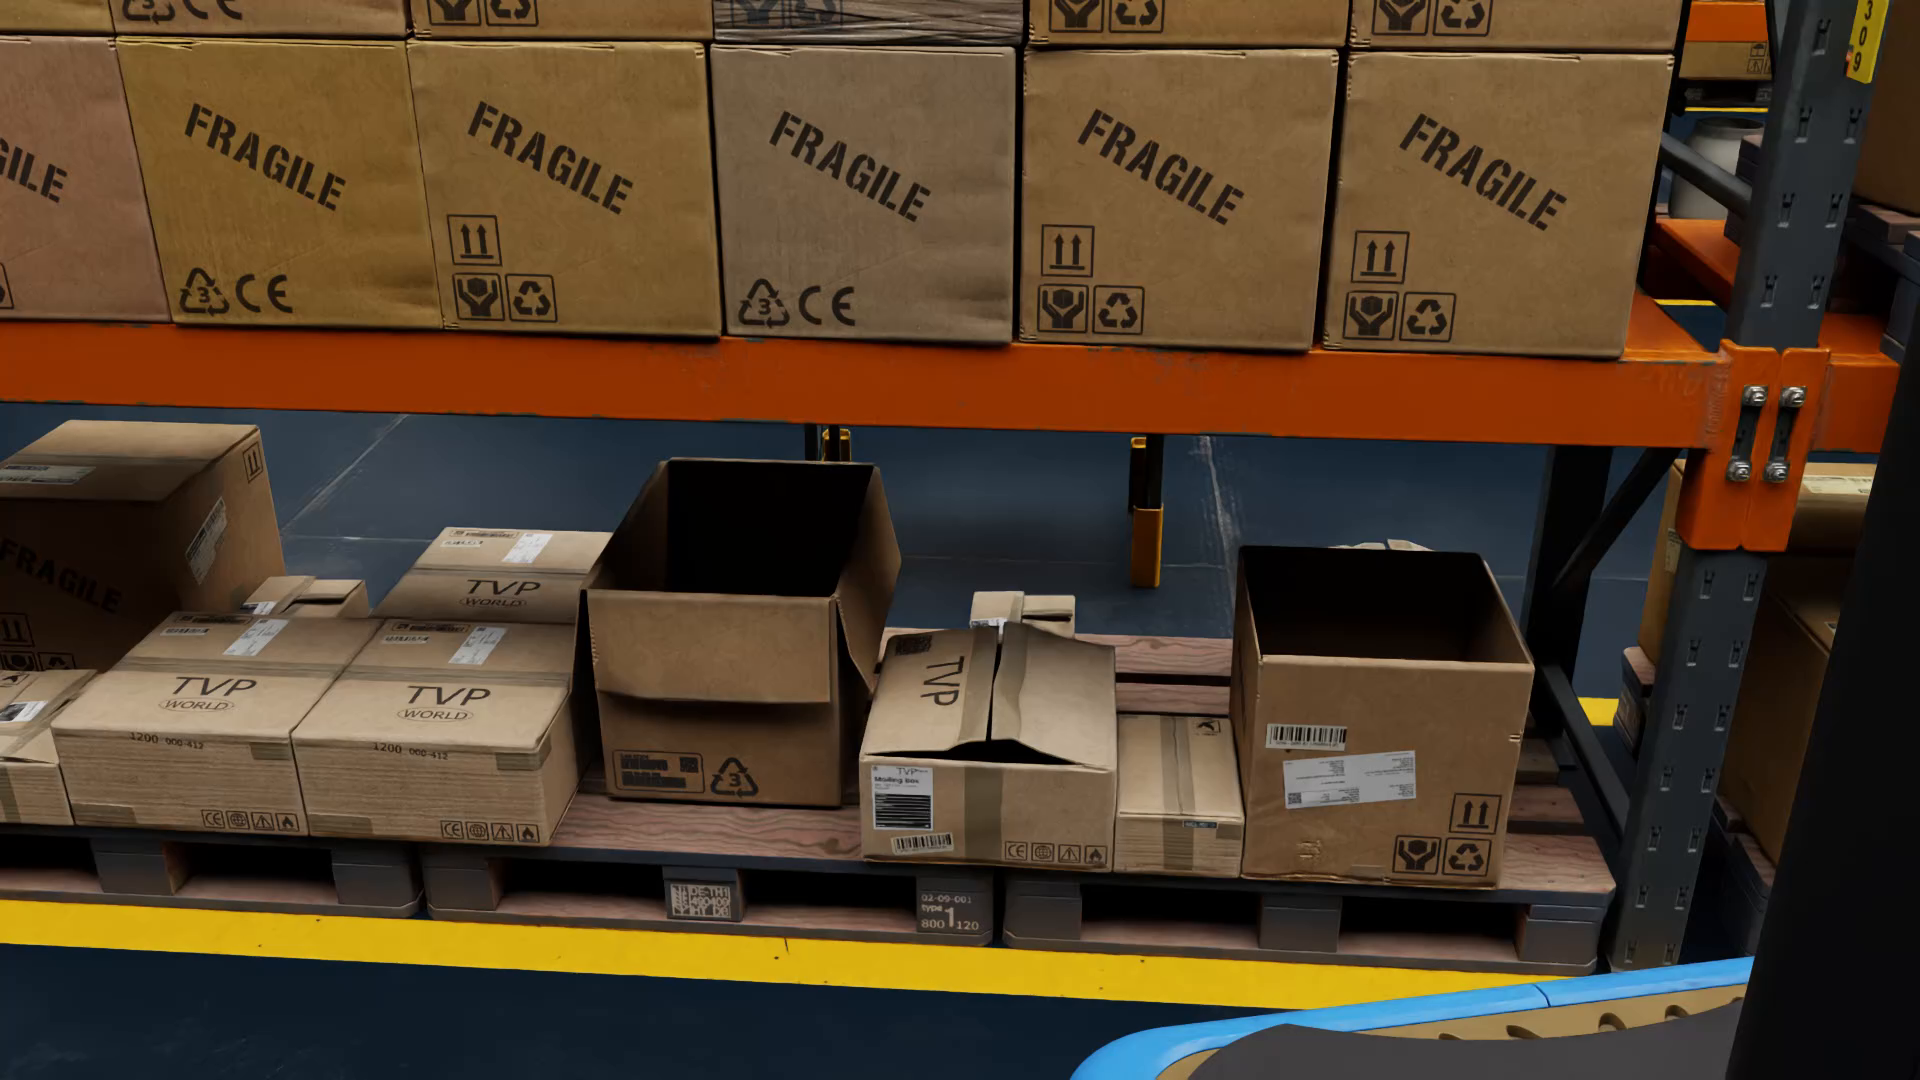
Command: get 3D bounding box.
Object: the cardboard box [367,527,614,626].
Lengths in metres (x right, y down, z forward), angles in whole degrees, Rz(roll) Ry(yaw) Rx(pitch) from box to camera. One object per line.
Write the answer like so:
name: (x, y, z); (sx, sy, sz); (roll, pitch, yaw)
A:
cardboard box: (-1.074, 0.190, 4.012); (0.500, 0.250, 0.500); (2, 25, 4)

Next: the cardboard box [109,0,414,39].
cardboard box: (-1.137, -1.161, 2.868); (0.500, 0.500, 0.500); (2, 25, 5)

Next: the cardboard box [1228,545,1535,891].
cardboard box: (0.819, 0.347, 3.372); (0.500, 0.500, 0.500); (2, 25, 4)

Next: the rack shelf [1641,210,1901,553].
rack shelf: (3.403, -0.298, 3.170); (4.000, 0.370, 1.077); (2, 25, 4)

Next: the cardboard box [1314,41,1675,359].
cardboard box: (0.891, -0.643, 2.940); (0.500, 0.500, 0.500); (2, 25, 5)

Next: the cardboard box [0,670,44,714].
cardboard box: (-2.188, 0.435, 3.600); (0.250, 0.149, 0.380); (2, 25, 4)

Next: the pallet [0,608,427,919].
pallet: (-1.709, 0.478, 3.960); (1.213, 0.211, 1.003); (2, 25, 4)

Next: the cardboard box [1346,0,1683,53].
cardboard box: (0.885, -1.097, 2.729); (0.500, 0.500, 0.500); (2, 25, 4)

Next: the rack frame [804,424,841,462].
rack frame: (-0.422, -0.695, 4.966); (0.032, 1.500, 0.500); (2, 25, 4)

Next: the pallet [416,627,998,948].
pallet: (-0.496, 0.518, 3.873); (1.213, 0.211, 1.003); (2, 25, 4)

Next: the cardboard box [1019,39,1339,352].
cardboard box: (0.377, -0.659, 2.975); (0.500, 0.500, 0.500); (3, 25, 5)

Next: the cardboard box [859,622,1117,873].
cardboard box: (0.071, 0.409, 3.463); (0.500, 0.311, 0.500); (2, 25, 4)

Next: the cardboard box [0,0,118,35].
cardboard box: (-1.635, -1.179, 2.908); (0.500, 0.500, 0.500); (2, 25, 5)

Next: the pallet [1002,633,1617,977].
pallet: (0.724, 0.556, 3.790); (1.213, 0.211, 1.003); (2, 25, 4)

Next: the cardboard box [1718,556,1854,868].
cardboard box: (1.872, 0.364, 3.335); (0.500, 0.500, 0.500); (1, 25, 2)

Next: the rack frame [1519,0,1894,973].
rack frame: (1.409, -0.689, 3.158); (0.127, 3.000, 1.000); (2, 25, 4)

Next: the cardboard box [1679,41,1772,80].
cardboard box: (5.473, -3.946, 12.276); (0.875, 0.875, 1.225); (1, 25, 2)

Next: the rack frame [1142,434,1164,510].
rack frame: (0.592, -0.662, 4.895); (0.032, 1.500, 0.500); (2, 25, 4)

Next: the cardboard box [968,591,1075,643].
cardboard box: (0.144, 0.271, 3.935); (0.250, 0.166, 0.380); (2, 25, 4)

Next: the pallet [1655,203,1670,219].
pallet: (3.778, -1.406, 8.054); (1.213, 0.211, 1.003); (2, 25, 4)

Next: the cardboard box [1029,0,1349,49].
cardboard box: (0.374, -1.112, 2.762); (0.500, 0.500, 0.500); (1, 25, 3)

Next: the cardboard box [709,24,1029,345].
cardboard box: (-0.136, -0.675, 3.008); (0.500, 0.500, 0.500); (2, 25, 5)

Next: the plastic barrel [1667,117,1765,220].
plastic barrel: (3.595, -1.711, 7.854); (0.421, 0.512, 0.421); (0, 25, 0)

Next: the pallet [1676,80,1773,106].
pallet: (5.379, -3.479, 12.559); (1.213, 0.211, 1.003); (2, 25, 4)

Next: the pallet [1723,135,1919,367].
pallet: (2.197, -0.531, 3.044); (1.213, 0.211, 1.003); (2, 25, 4)

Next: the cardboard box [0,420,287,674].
cardboard box: (-2.018, 0.034, 4.053); (0.500, 0.500, 0.500); (2, 25, 4)

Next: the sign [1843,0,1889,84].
sign: (1.375, -0.856, 2.485); (0.005, 0.325, 0.100); (2, 25, 4)

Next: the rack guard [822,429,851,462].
rack guard: (-0.421, -0.127, 5.227); (0.087, 0.250, 0.587); (2, 25, 4)

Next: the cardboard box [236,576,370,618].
cardboard box: (-1.622, 0.236, 4.013); (0.250, 0.166, 0.380); (2, 25, 4)

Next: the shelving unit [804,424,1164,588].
shelving unit: (0.076, -0.679, 4.931); (1.083, 1.500, 0.587); (2, 25, 4)

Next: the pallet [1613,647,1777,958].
pallet: (2.223, 0.588, 3.719); (1.213, 0.211, 1.003); (2, 25, 4)

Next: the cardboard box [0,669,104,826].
cardboard box: (-1.939, 0.435, 3.579); (0.250, 0.166, 0.380); (2, 25, 4)

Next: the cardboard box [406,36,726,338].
cardboard box: (-0.644, -0.690, 3.041); (0.500, 0.500, 0.500); (2, 25, 5)

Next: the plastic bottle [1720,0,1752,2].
plastic bottle: (3.379, -2.486, 7.213); (0.135, 0.276, 0.152); (2, 25, 4)

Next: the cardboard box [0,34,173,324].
cardboard box: (-1.642, -0.724, 3.115); (0.500, 0.500, 0.500); (2, 25, 3)

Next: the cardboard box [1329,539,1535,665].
cardboard box: (1.007, 0.229, 3.854); (0.500, 0.311, 0.500); (2, 25, 4)

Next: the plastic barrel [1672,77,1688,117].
plastic barrel: (3.039, -1.944, 7.893); (0.708, 0.901, 0.600); (2, 25, 4)

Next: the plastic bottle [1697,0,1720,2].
plastic bottle: (3.261, -2.445, 7.212); (0.097, 0.201, 0.097); (0, 25, 0)

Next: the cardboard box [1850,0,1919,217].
cardboard box: (1.864, -0.817, 2.814); (0.500, 0.500, 0.700); (-6, 25, -14)

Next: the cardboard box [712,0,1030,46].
cardboard box: (-0.129, -1.128, 2.798); (0.500, 0.500, 0.500); (2, 25, 4)

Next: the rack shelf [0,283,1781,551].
rack shelf: (-0.585, -0.426, 3.448); (4.000, 0.370, 1.077); (2, 25, 4)

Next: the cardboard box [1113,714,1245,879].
cardboard box: (0.440, 0.519, 3.417); (0.250, 0.149, 0.380); (2, 25, 4)

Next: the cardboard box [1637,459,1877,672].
cardboard box: (1.923, 0.143, 3.814); (0.500, 0.500, 0.500); (2, 25, 4)

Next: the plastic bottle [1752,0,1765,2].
plastic bottle: (3.492, -2.469, 7.181); (0.097, 0.271, 0.097); (0, 25, 0)

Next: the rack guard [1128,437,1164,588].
rack guard: (0.573, -0.095, 5.158); (0.087, 0.250, 0.587); (2, 25, 4)

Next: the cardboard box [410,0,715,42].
cardboard box: (-0.630, -1.145, 2.834); (0.500, 0.500, 0.500); (2, 25, 4)

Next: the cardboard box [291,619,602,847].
cardboard box: (-1.062, 0.400, 3.555); (0.500, 0.250, 0.500); (2, 25, 4)

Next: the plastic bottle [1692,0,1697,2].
plastic bottle: (3.147, -2.494, 7.229); (0.135, 0.276, 0.152); (2, 25, 4)

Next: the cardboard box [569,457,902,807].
cardboard box: (-0.465, 0.187, 3.714); (0.637, 0.503, 0.797); (2, 25, 4)

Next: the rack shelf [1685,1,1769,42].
rack shelf: (3.786, -2.362, 7.656); (4.000, 0.370, 1.077); (2, 25, 4)

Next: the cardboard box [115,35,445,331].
cardboard box: (-1.142, -0.707, 3.077); (0.500, 0.500, 0.500); (2, 25, 4)

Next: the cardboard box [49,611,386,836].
cardboard box: (-1.561, 0.384, 3.590); (0.500, 0.250, 0.500); (2, 25, 4)
